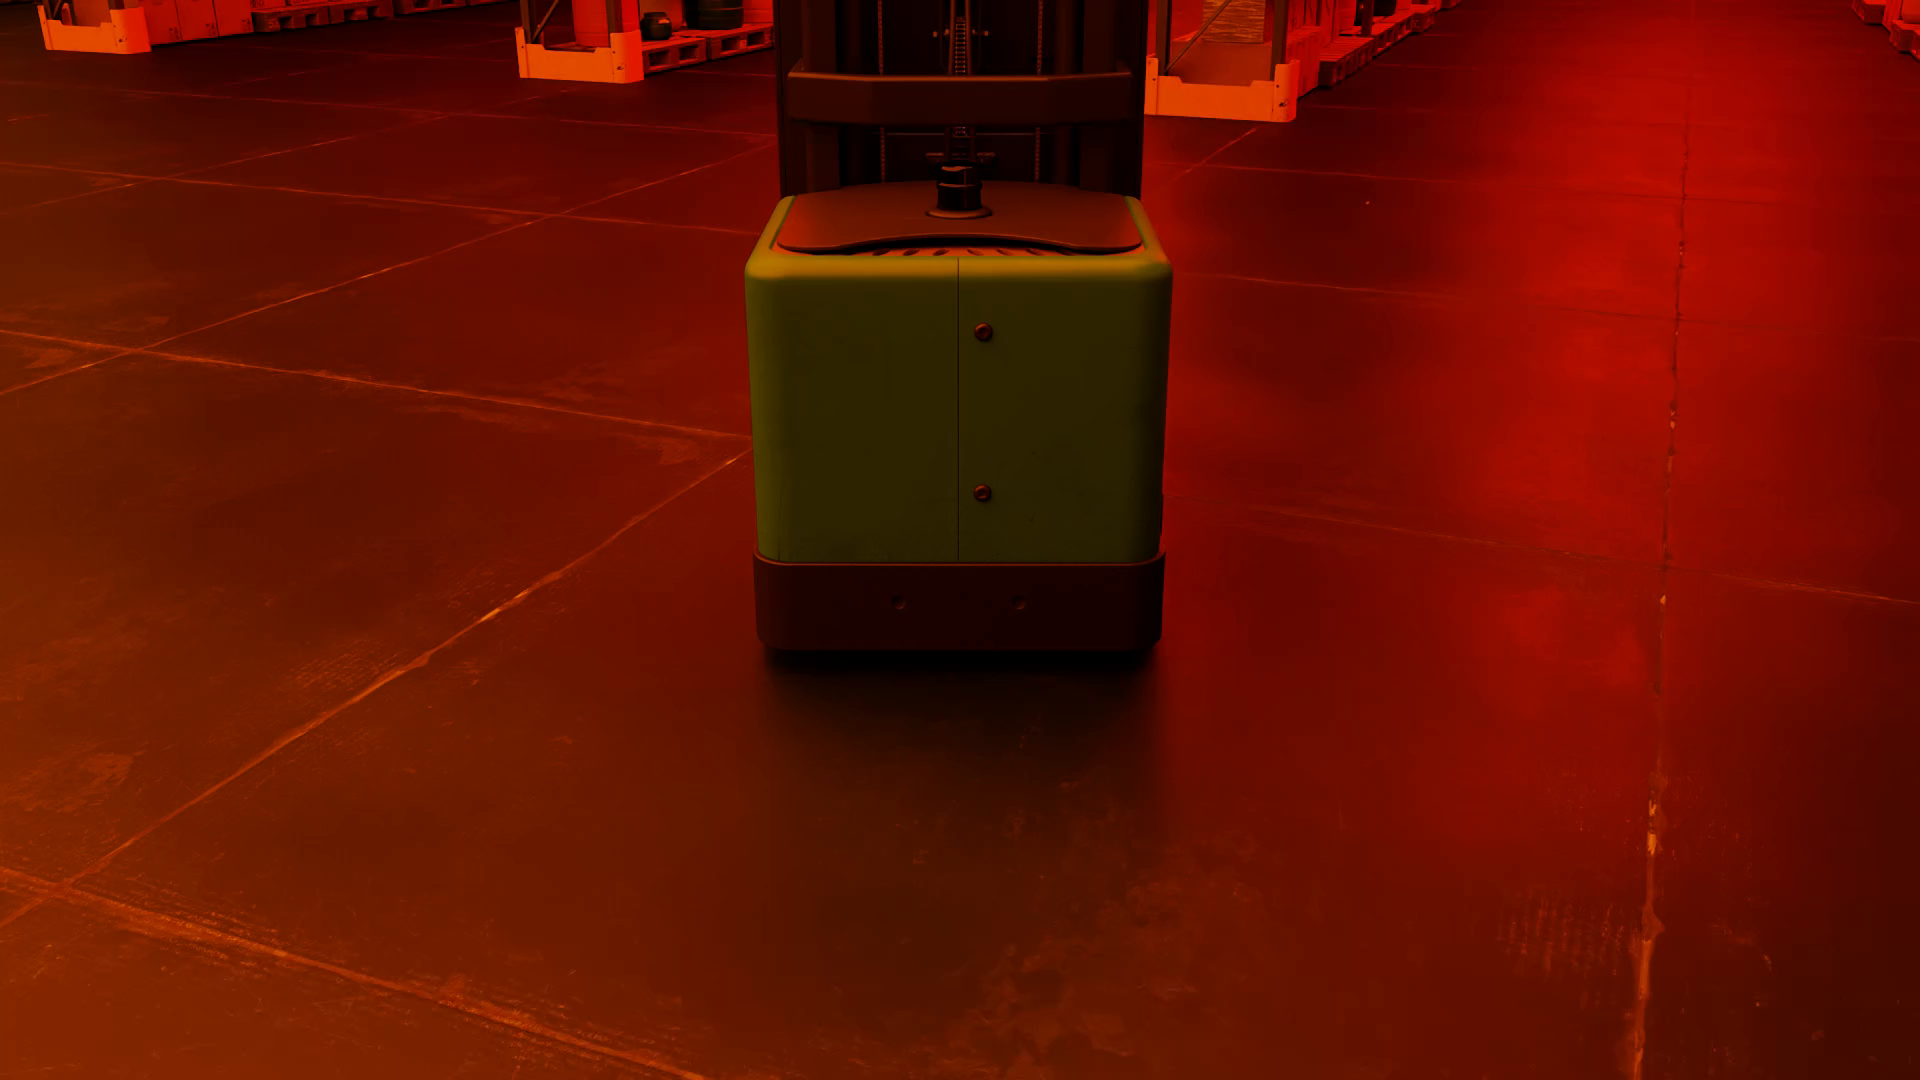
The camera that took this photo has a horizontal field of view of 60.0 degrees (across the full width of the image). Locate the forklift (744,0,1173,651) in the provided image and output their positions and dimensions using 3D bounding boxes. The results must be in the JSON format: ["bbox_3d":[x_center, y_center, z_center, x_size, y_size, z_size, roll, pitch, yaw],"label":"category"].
[{"bbox_3d":[0.002,-1.587,5.089,1.130,2.935,3.031,0,23,0],"label":"forklift"}]
